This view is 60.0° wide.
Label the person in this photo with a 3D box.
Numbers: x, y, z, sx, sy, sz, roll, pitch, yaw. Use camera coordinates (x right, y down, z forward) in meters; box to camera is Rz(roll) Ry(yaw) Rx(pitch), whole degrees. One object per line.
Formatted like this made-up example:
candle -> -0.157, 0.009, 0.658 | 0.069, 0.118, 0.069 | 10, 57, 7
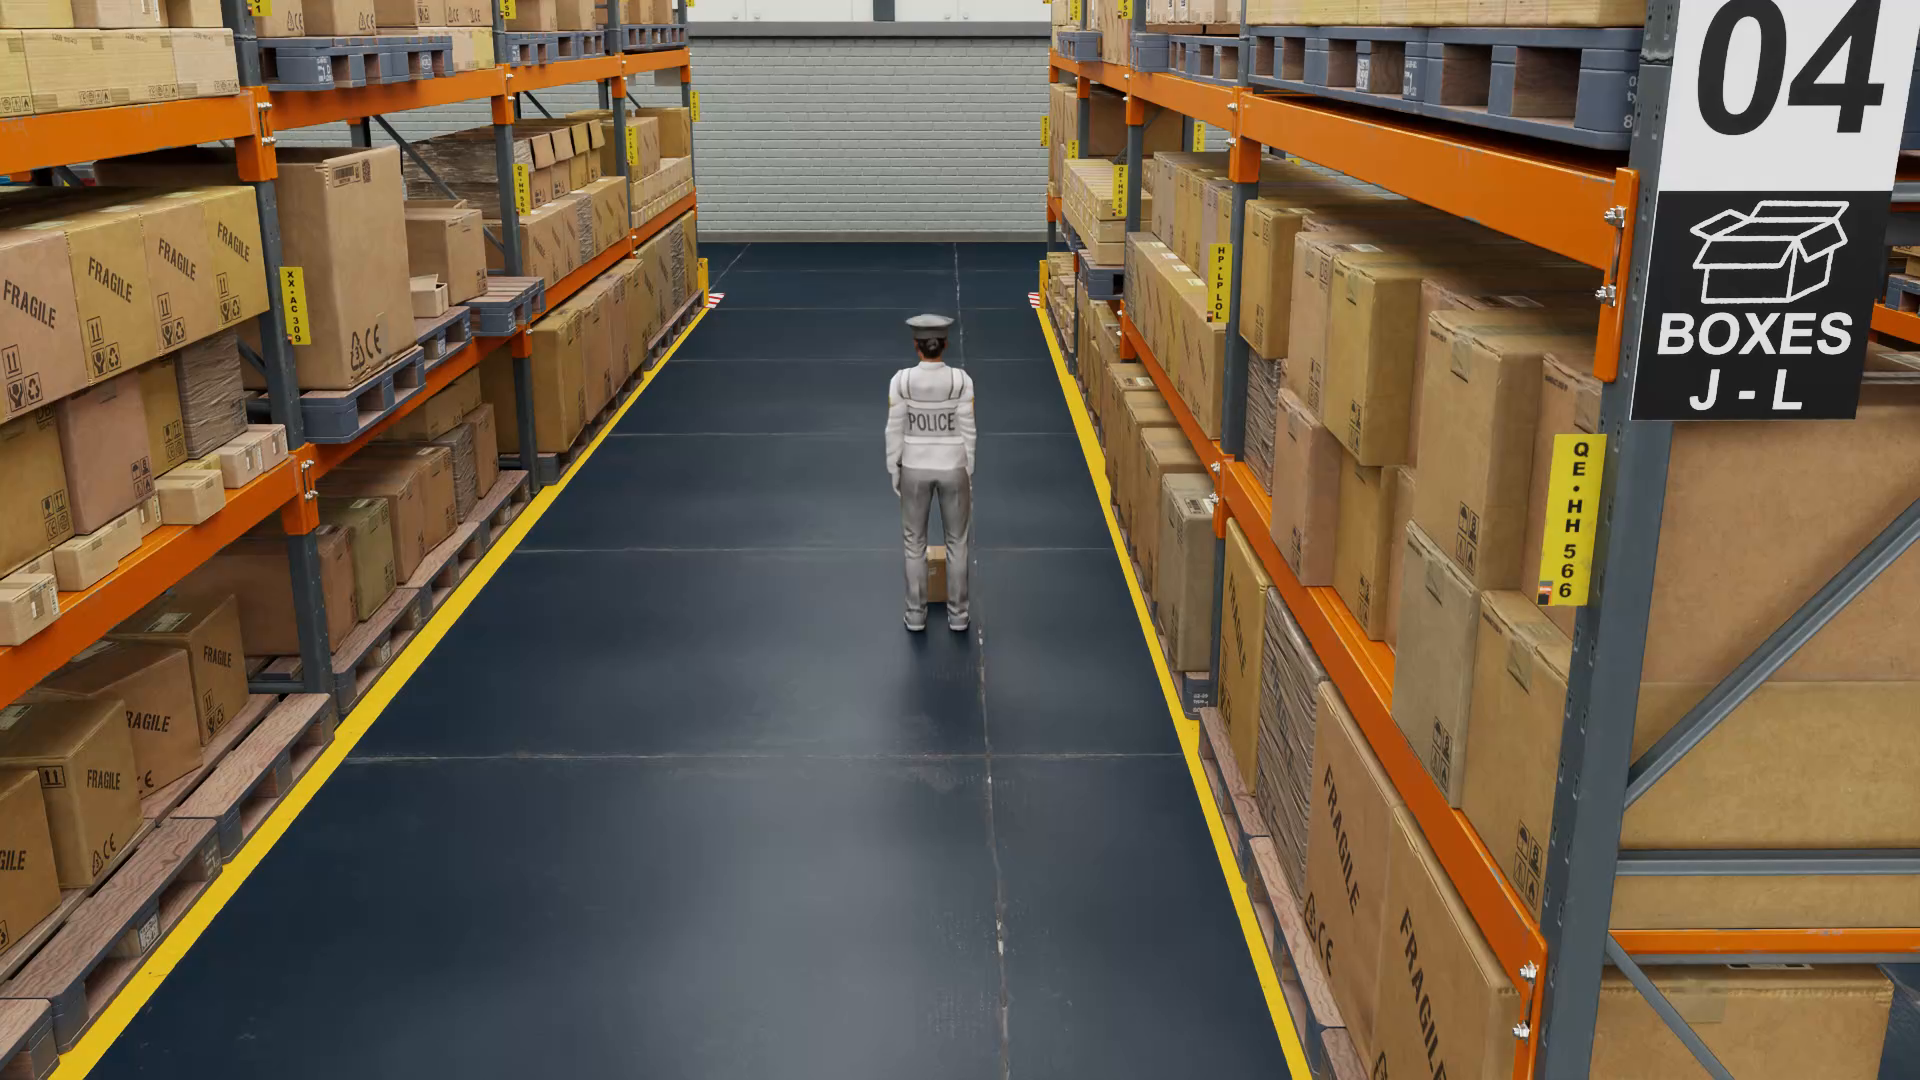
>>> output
person -> -0.151, -0.340, 8.652 | 0.470, 1.663, 0.327 | 0, 17, 0
